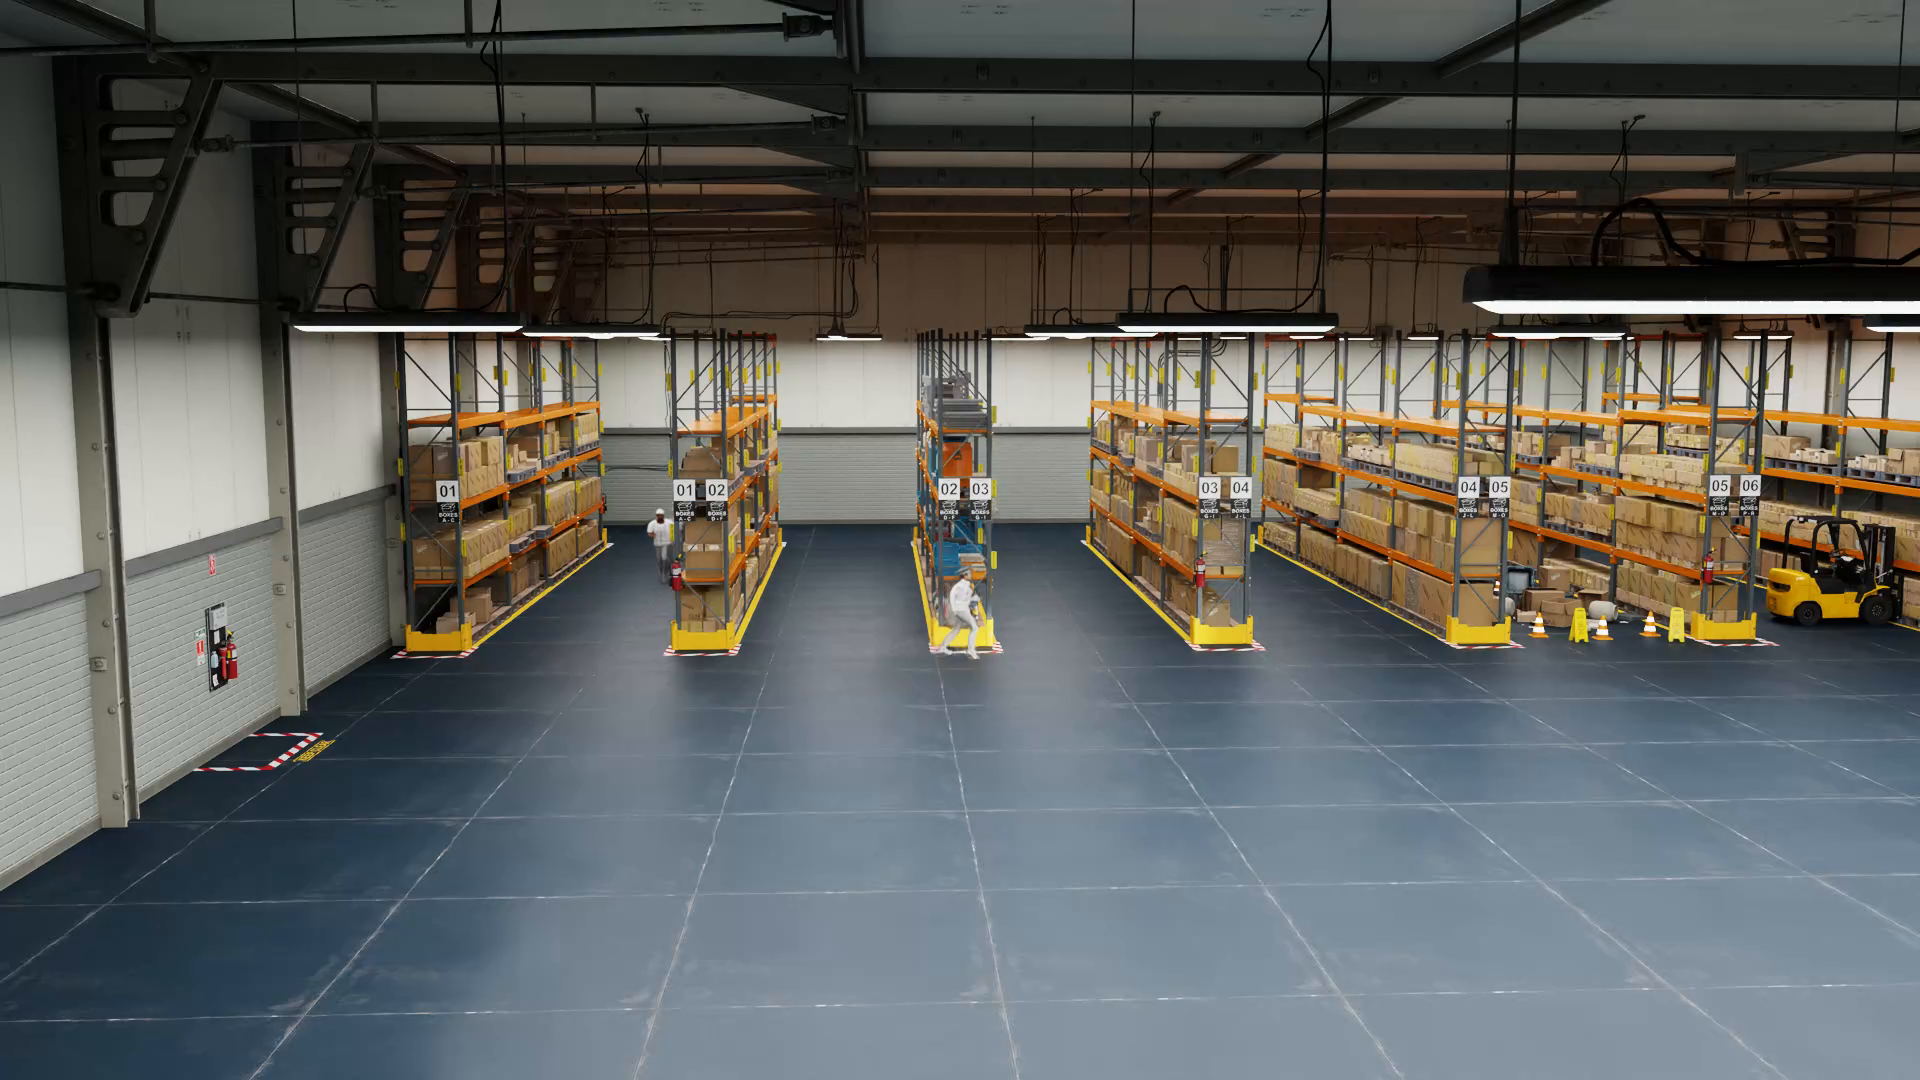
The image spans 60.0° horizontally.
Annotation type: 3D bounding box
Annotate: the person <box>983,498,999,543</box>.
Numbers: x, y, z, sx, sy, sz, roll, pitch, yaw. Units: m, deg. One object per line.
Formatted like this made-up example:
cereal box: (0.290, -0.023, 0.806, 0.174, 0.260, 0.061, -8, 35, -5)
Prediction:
person: (0.825, -0.640, 47.487, 0.509, 1.523, 0.683, -5, 8, -34)

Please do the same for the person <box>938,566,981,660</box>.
person: (-0.017, 1.333, 30.365, 0.785, 1.728, 0.658, 0, 7, 2)

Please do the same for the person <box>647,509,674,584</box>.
person: (-7.173, 0.146, 39.970, 0.654, 1.811, 0.833, 0, 7, 3)
